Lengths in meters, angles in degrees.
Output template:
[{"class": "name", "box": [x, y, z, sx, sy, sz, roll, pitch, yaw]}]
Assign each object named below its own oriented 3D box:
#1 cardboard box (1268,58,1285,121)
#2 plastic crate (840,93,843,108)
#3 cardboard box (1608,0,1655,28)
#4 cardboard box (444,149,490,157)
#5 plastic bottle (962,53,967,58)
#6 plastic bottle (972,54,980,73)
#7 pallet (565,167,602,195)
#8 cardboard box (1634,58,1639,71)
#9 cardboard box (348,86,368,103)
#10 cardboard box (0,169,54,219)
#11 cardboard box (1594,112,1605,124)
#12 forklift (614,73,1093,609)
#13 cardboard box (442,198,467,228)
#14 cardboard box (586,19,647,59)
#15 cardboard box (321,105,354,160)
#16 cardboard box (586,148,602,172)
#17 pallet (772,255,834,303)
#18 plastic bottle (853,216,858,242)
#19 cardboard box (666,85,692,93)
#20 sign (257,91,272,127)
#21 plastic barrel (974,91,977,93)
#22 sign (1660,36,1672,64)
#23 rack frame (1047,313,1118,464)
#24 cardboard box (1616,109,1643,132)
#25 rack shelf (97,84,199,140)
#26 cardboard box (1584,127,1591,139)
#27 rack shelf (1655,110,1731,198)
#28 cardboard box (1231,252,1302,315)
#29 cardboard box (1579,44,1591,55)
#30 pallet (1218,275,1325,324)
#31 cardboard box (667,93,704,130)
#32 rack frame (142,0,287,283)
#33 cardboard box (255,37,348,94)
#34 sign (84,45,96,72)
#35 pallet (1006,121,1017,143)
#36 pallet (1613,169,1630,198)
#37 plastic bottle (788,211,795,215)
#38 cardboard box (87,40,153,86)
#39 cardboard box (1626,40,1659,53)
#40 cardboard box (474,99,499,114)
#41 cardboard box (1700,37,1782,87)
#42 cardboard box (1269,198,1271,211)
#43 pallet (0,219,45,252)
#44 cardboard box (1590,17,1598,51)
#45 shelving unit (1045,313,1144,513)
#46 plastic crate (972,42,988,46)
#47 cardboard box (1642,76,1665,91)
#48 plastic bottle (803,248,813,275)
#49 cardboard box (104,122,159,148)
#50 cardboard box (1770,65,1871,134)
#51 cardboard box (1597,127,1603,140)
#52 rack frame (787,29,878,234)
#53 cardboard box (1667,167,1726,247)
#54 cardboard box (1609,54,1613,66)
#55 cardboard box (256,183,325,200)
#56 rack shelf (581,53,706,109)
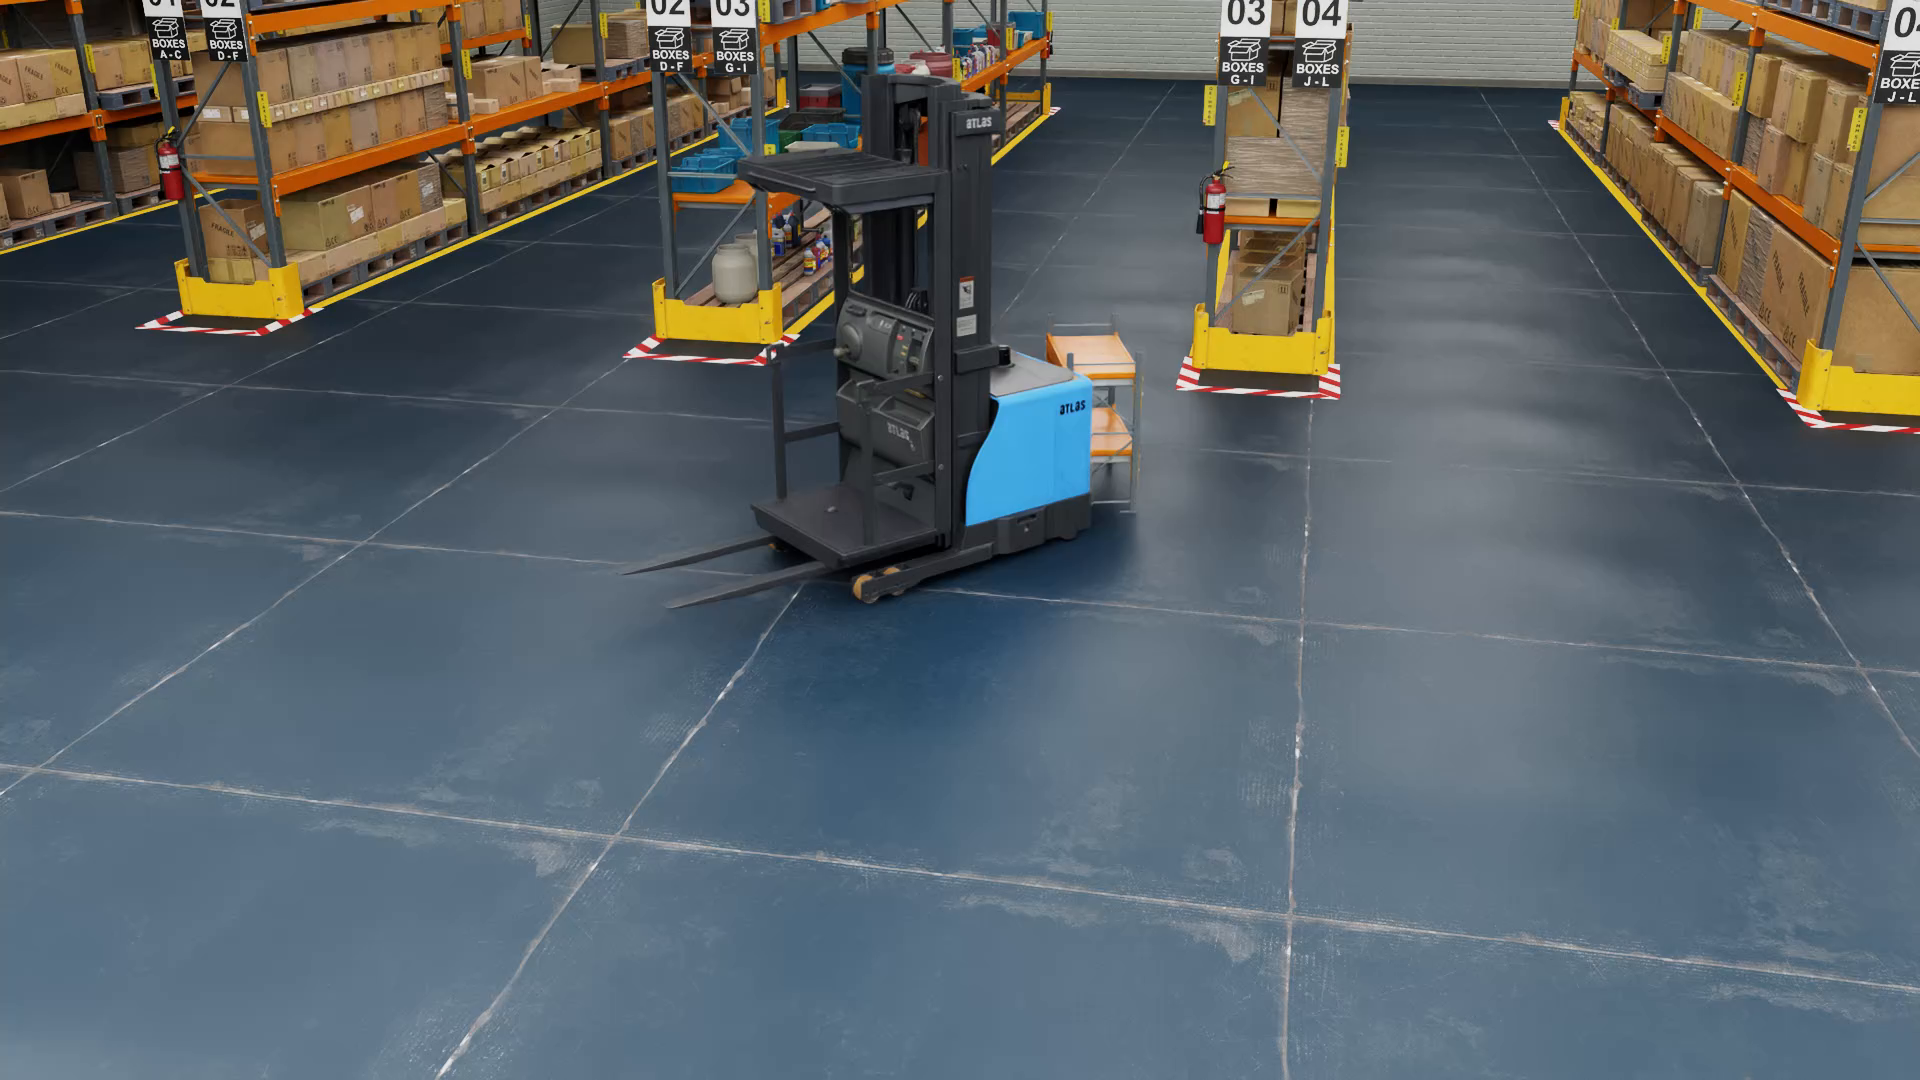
[{"class": "cardboard box", "box": [2.696, -4.126, 15.212, 0.500, 0.500, 0.500, 4, 22, 11]}, {"class": "plastic crate", "box": [-1.487, -5.152, 19.652, 0.392, 0.384, 0.575, 4, 22, 11]}, {"class": "cardboard box", "box": [9.740, -7.706, 24.102, 0.500, 0.500, 0.500, 4, 22, 9]}, {"class": "cardboard box", "box": [-6.250, -4.834, 21.208, 0.500, 0.311, 0.500, 4, 22, 11]}, {"class": "plastic bottle", "box": [0.083, -6.980, 24.342, 0.097, 0.271, 0.097, 0, 22, 0]}, {"class": "plastic bottle", "box": [0.208, -6.979, 24.334, 0.152, 0.276, 0.135, 4, 22, 11]}, {"class": "pallet", "box": [-5.646, -4.982, 22.942, 1.003, 0.211, 1.213, 4, 22, 11]}, {"class": "cardboard box", "box": [8.903, -6.120, 21.409, 0.380, 0.149, 0.250, 5, 22, 11]}, {"class": "cardboard box", "box": [-6.467, -4.685, 17.468, 0.380, 0.149, 0.250, 5, 22, 11]}, {"class": "cardboard box", "box": [-11.279, -4.149, 19.898, 0.500, 0.500, 0.500, 3, 22, 7]}, {"class": "cardboard box", "box": [9.783, -6.352, 25.067, 0.380, 0.149, 0.250, 4, 22, 10]}, {"class": "forklift", "box": [-0.627, -1.208, 9.930, 3.031, 2.935, 1.130, -15, 27, -33]}, {"class": "cardboard box", "box": [-6.137, -3.844, 19.502, 0.500, 0.250, 0.500, 4, 22, 11]}, {"class": "cardboard box", "box": [-5.048, -7.374, 24.452, 0.700, 0.500, 0.500, 9, 24, 21]}, {"class": "cardboard box", "box": [-6.755, -4.238, 17.227, 0.700, 0.500, 0.500, 5, 22, 11]}, {"class": "cardboard box", "box": [-5.309, -5.282, 23.073, 0.500, 0.250, 0.500, 5, 22, 12]}, {"class": "pallet", "box": [-1.832, -2.749, 17.396, 1.003, 0.211, 1.213, 4, 22, 11]}, {"class": "plastic bottle", "box": [-1.183, -3.475, 18.514, 0.061, 0.283, 0.133, 6, 23, 14]}, {"class": "cardboard box", "box": [-4.785, -7.311, 27.750, 0.500, 0.500, 0.500, 4, 22, 11]}, {"class": "sign", "box": [-6.530, -4.042, 15.610, 0.100, 0.325, 0.005, 4, 22, 11]}, {"class": "plastic barrel", "box": [-0.048, -6.423, 25.032, 0.600, 0.901, 0.708, 4, 22, 11]}, {"class": "sign", "box": [8.559, -5.941, 20.145, 0.100, 0.325, 0.005, 4, 22, 11]}, {"class": "rack frame", "box": [0.873, -1.085, 12.043, 0.500, 1.125, 0.032, -2, 22, -4]}, {"class": "cardboard box", "box": [9.393, -5.803, 23.028, 0.500, 0.250, 0.500, 5, 22, 12]}, {"class": "rack shelf", "box": [-10.698, -5.885, 22.414, 1.077, 0.370, 4.000, 4, 22, 11]}, {"class": "cardboard box", "box": [9.866, -6.286, 25.699, 0.380, 0.149, 0.250, 4, 22, 11]}, {"class": "rack shelf", "box": [8.684, -4.337, 18.571, 1.077, 0.370, 4.000, 4, 22, 11]}, {"class": "cardboard box", "box": [2.857, -2.375, 15.520, 0.500, 0.500, 0.500, 11, 24, 25]}, {"class": "cardboard box", "box": [10.219, -7.928, 26.859, 0.380, 0.149, 0.250, 4, 22, 9]}, {"class": "pallet", "box": [3.092, -2.365, 16.444, 1.003, 0.211, 1.213, 4, 22, 11]}, {"class": "cardboard box", "box": [-4.444, -6.879, 26.676, 0.500, 0.500, 0.500, 4, 22, 11]}, {"class": "rack frame", "box": [-7.072, -3.648, 15.897, 1.000, 3.000, 0.127, 4, 22, 11]}, {"class": "cardboard box", "box": [-6.750, -4.863, 17.042, 0.700, 0.500, 0.500, 5, 22, 11]}, {"class": "sign", "box": [-10.574, -5.850, 20.206, 0.100, 0.325, 0.005, 4, 22, 11]}, {"class": "pallet", "box": [0.337, -6.636, 27.049, 1.003, 0.211, 1.213, 4, 22, 11]}, {"class": "pallet", "box": [9.504, -4.839, 22.587, 1.003, 0.211, 1.213, 4, 22, 11]}, {"class": "plastic bottle", "box": [-1.902, -3.587, 18.809, 0.097, 0.271, 0.097, 0, 22, 0]}, {"class": "cardboard box", "box": [-10.848, -6.125, 21.324, 0.700, 0.500, 0.500, 7, 23, 16]}, {"class": "cardboard box", "box": [9.063, -6.539, 22.051, 0.380, 0.149, 0.250, 5, 23, 13]}, {"class": "cardboard box", "box": [-5.875, -5.303, 20.342, 0.380, 0.149, 0.250, 4, 22, 11]}, {"class": "cardboard box", "box": [8.786, -5.376, 18.715, 0.700, 0.500, 0.500, 4, 22, 10]}, {"class": "cardboard box", "box": [2.532, -2.986, 14.590, 0.380, 0.149, 0.250, 4, 22, 11]}, {"class": "pallet", "box": [-11.456, -3.498, 19.256, 1.003, 0.211, 1.213, 4, 22, 11]}, {"class": "cardboard box", "box": [10.068, -7.807, 25.690, 0.500, 0.500, 0.500, 4, 22, 10]}, {"class": "shelving unit", "box": [0.911, -0.896, 11.573, 0.538, 1.125, 1.048, -2, 22, -4]}, {"class": "plastic crate", "box": [0.190, -7.988, 26.960, 0.437, 0.125, 0.590, 4, 22, 11]}, {"class": "cardboard box", "box": [8.743, -5.696, 20.756, 0.380, 0.149, 0.250, 5, 22, 12]}, {"class": "plastic bottle", "box": [-1.549, -2.847, 16.971, 0.097, 0.271, 0.097, 0, 22, 0]}, {"class": "cardboard box", "box": [-10.886, -5.311, 21.780, 0.500, 0.250, 0.500, 4, 22, 10]}, {"class": "cardboard box", "box": [7.924, -3.981, 15.076, 0.875, 0.550, 0.550, 4, 22, 11]}, {"class": "cardboard box", "box": [9.661, -6.015, 24.629, 0.380, 0.149, 0.250, 5, 22, 12]}, {"class": "rack frame", "box": [-1.408, -4.732, 18.588, 1.000, 3.000, 0.127, 4, 22, 11]}, {"class": "cardboard box", "box": [8.515, -3.677, 18.418, 1.050, 0.750, 0.750, 4, 22, 11]}, {"class": "cardboard box", "box": [9.327, -6.733, 23.330, 0.380, 0.149, 0.250, 5, 22, 12]}, {"class": "cardboard box", "box": [-7.065, -3.501, 17.646, 0.500, 0.500, 0.500, 4, 22, 11]}, {"class": "rack shelf", "box": [-5.032, -6.972, 25.112, 1.077, 0.370, 4.000, 4, 22, 11]}]
